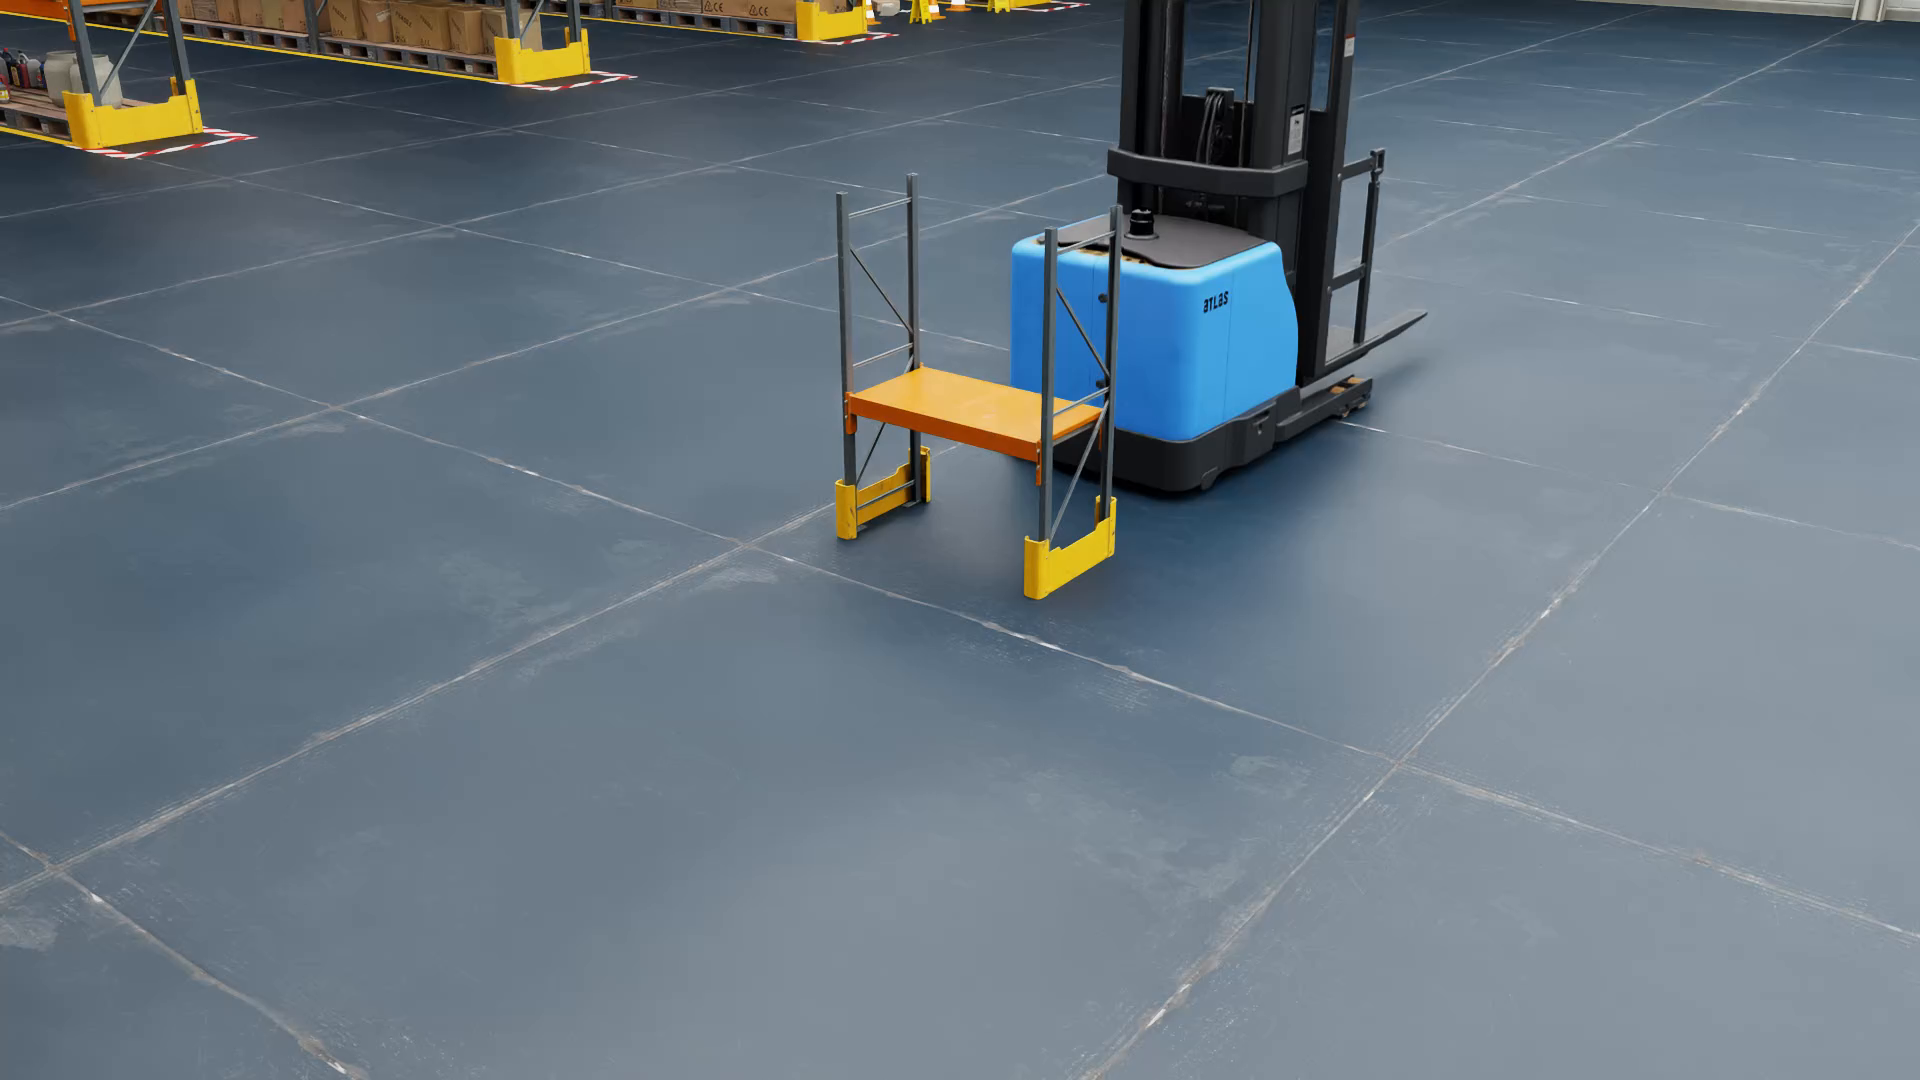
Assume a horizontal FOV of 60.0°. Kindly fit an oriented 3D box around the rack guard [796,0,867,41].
[{"bbox_3d":[-1.776,-7.266,23.122,0.348,0.500,1.175,17,29,33],"label":"rack guard"}]

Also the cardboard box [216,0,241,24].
[{"bbox_3d":[-9.795,-7.412,22.906,0.500,0.500,0.700,20,31,38],"label":"cardboard box"}]

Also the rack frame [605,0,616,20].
[{"bbox_3d":[-4.996,-9.383,24.826,0.127,3.000,1.000,17,29,33],"label":"rack frame"}]

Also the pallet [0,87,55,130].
[{"bbox_3d":[-9.529,-4.463,17.117,1.213,0.211,1.003,17,29,33],"label":"pallet"}]

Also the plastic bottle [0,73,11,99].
[{"bbox_3d":[-9.676,-4.607,16.810,0.133,0.283,0.061,17,29,33],"label":"plastic bottle"}]

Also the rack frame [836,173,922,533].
[{"bbox_3d":[-0.339,-0.789,7.180,0.032,1.500,0.500,17,29,33],"label":"rack frame"}]

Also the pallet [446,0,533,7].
[{"bbox_3d":[-7.611,-8.860,27.096,1.213,0.211,1.003,17,29,33],"label":"pallet"}]

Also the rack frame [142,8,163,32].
[{"bbox_3d":[-11.252,-8.775,23.445,0.127,3.000,1.000,17,29,33],"label":"rack frame"}]

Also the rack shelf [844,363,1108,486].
[{"bbox_3d":[0.068,-0.501,6.973,1.000,0.185,0.538,17,29,33],"label":"rack shelf"}]

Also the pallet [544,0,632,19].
[{"bbox_3d":[-5.659,-8.270,25.757,1.213,0.211,1.003,17,29,33],"label":"pallet"}]

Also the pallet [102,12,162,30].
[{"bbox_3d":[-11.838,-7.714,24.495,1.213,0.211,1.003,17,29,33],"label":"pallet"}]

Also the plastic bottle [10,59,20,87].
[{"bbox_3d":[-9.963,-4.941,17.568,0.133,0.283,0.061,17,29,33],"label":"plastic bottle"}]

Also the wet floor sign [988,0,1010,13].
[{"bbox_3d":[0.603,-8.569,25.898,0.267,0.644,0.232,-15,28,-30],"label":"wet floor sign"}]

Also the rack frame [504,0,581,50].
[{"bbox_3d":[-4.851,-6.840,19.054,0.127,3.000,1.000,17,29,33],"label":"rack frame"}]

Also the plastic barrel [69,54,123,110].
[{"bbox_3d":[-8.394,-4.430,16.150,0.421,0.512,0.421,0,24,0],"label":"plastic barrel"}]

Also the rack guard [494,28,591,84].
[{"bbox_3d":[-4.912,-5.715,19.600,0.348,0.500,1.175,17,29,33],"label":"rack guard"}]

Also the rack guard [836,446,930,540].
[{"bbox_3d":[-0.338,-0.216,7.431,0.087,0.250,0.587,17,29,33],"label":"rack guard"}]

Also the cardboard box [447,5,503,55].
[{"bbox_3d":[-5.839,-6.178,20.132,0.500,0.500,0.500,-17,29,-34],"label":"cardboard box"}]

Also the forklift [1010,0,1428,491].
[{"bbox_3d":[1.536,-2.088,8.353,1.130,2.935,3.031,18,29,35],"label":"forklift"}]

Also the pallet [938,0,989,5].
[{"bbox_3d":[0.403,-8.988,27.387,1.213,0.211,1.003,17,29,33],"label":"pallet"}]

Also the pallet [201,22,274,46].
[{"bbox_3d":[-9.656,-7.014,22.907,1.213,0.211,1.003,17,29,33],"label":"pallet"}]

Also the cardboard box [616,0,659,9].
[{"bbox_3d":[-4.535,-8.429,24.774,0.875,0.875,0.875,17,29,34],"label":"cardboard box"}]

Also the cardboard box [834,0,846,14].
[{"bbox_3d":[-1.831,-8.503,25.925,0.637,0.503,0.797,-1,24,-3],"label":"cardboard box"}]

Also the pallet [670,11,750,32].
[{"bbox_3d":[-3.454,-7.603,24.245,1.213,0.211,1.003,17,29,33],"label":"pallet"}]

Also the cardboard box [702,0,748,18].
[{"bbox_3d":[-3.083,-7.991,23.780,0.875,0.875,0.875,16,29,32],"label":"cardboard box"}]

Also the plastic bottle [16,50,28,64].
[{"bbox_3d":[-9.922,-5.011,17.643,0.185,0.351,0.144,17,29,33],"label":"plastic bottle"}]

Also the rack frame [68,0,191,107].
[{"bbox_3d":[-7.821,-5.242,15.428,0.127,3.000,1.000,17,29,33],"label":"rack frame"}]

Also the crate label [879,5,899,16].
[{"bbox_3d":[-1.085,-8.145,25.566,0.298,0.136,0.250,3,24,6],"label":"crate label"}]

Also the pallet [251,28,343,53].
[{"bbox_3d":[-8.676,-6.719,22.238,1.213,0.211,1.003,17,29,33],"label":"pallet"}]

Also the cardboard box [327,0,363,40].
[{"bbox_3d":[-7.756,-6.746,21.420,0.500,0.500,0.500,16,28,32],"label":"cardboard box"}]

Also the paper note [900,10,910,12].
[{"bbox_3d":[-0.858,-8.265,25.971,0.142,0.019,0.148,7,25,15],"label":"paper note"}]

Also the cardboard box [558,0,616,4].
[{"bbox_3d":[-5.547,-8.667,25.470,0.750,0.750,1.050,17,29,33],"label":"cardboard box"}]

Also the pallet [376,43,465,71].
[{"bbox_3d":[-6.513,-6.086,20.800,1.213,0.211,1.003,17,29,33],"label":"pallet"}]

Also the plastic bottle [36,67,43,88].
[{"bbox_3d":[-9.683,-4.883,17.537,0.097,0.201,0.097,0,24,0],"label":"plastic bottle"}]

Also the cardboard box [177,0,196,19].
[{"bbox_3d":[-10.704,-7.677,23.507,0.500,0.500,0.700,15,28,31],"label":"cardboard box"}]

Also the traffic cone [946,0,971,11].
[{"bbox_3d":[-0.025,-8.564,26.114,0.334,0.463,0.336,17,29,33],"label":"traffic cone"}]

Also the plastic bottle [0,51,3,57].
[{"bbox_3d":[-10.334,-5.136,17.926,0.185,0.351,0.144,16,28,32],"label":"plastic bottle"}]

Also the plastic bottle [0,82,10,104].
[{"bbox_3d":[-9.554,-4.466,16.590,0.097,0.201,0.097,0,24,0],"label":"plastic bottle"}]

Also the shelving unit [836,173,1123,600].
[{"bbox_3d":[0.061,-0.668,6.906,1.083,1.500,0.587,17,29,33],"label":"shelving unit"}]

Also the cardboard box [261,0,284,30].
[{"bbox_3d":[-8.900,-7.142,22.293,0.500,0.500,0.700,17,29,33],"label":"cardboard box"}]

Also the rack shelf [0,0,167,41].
[{"bbox_3d":[-9.422,-5.397,16.670,4.000,0.370,1.077,17,29,33],"label":"rack shelf"}]

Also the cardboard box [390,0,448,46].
[{"bbox_3d":[-6.749,-6.485,20.828,0.500,0.500,0.500,14,27,29],"label":"cardboard box"}]
